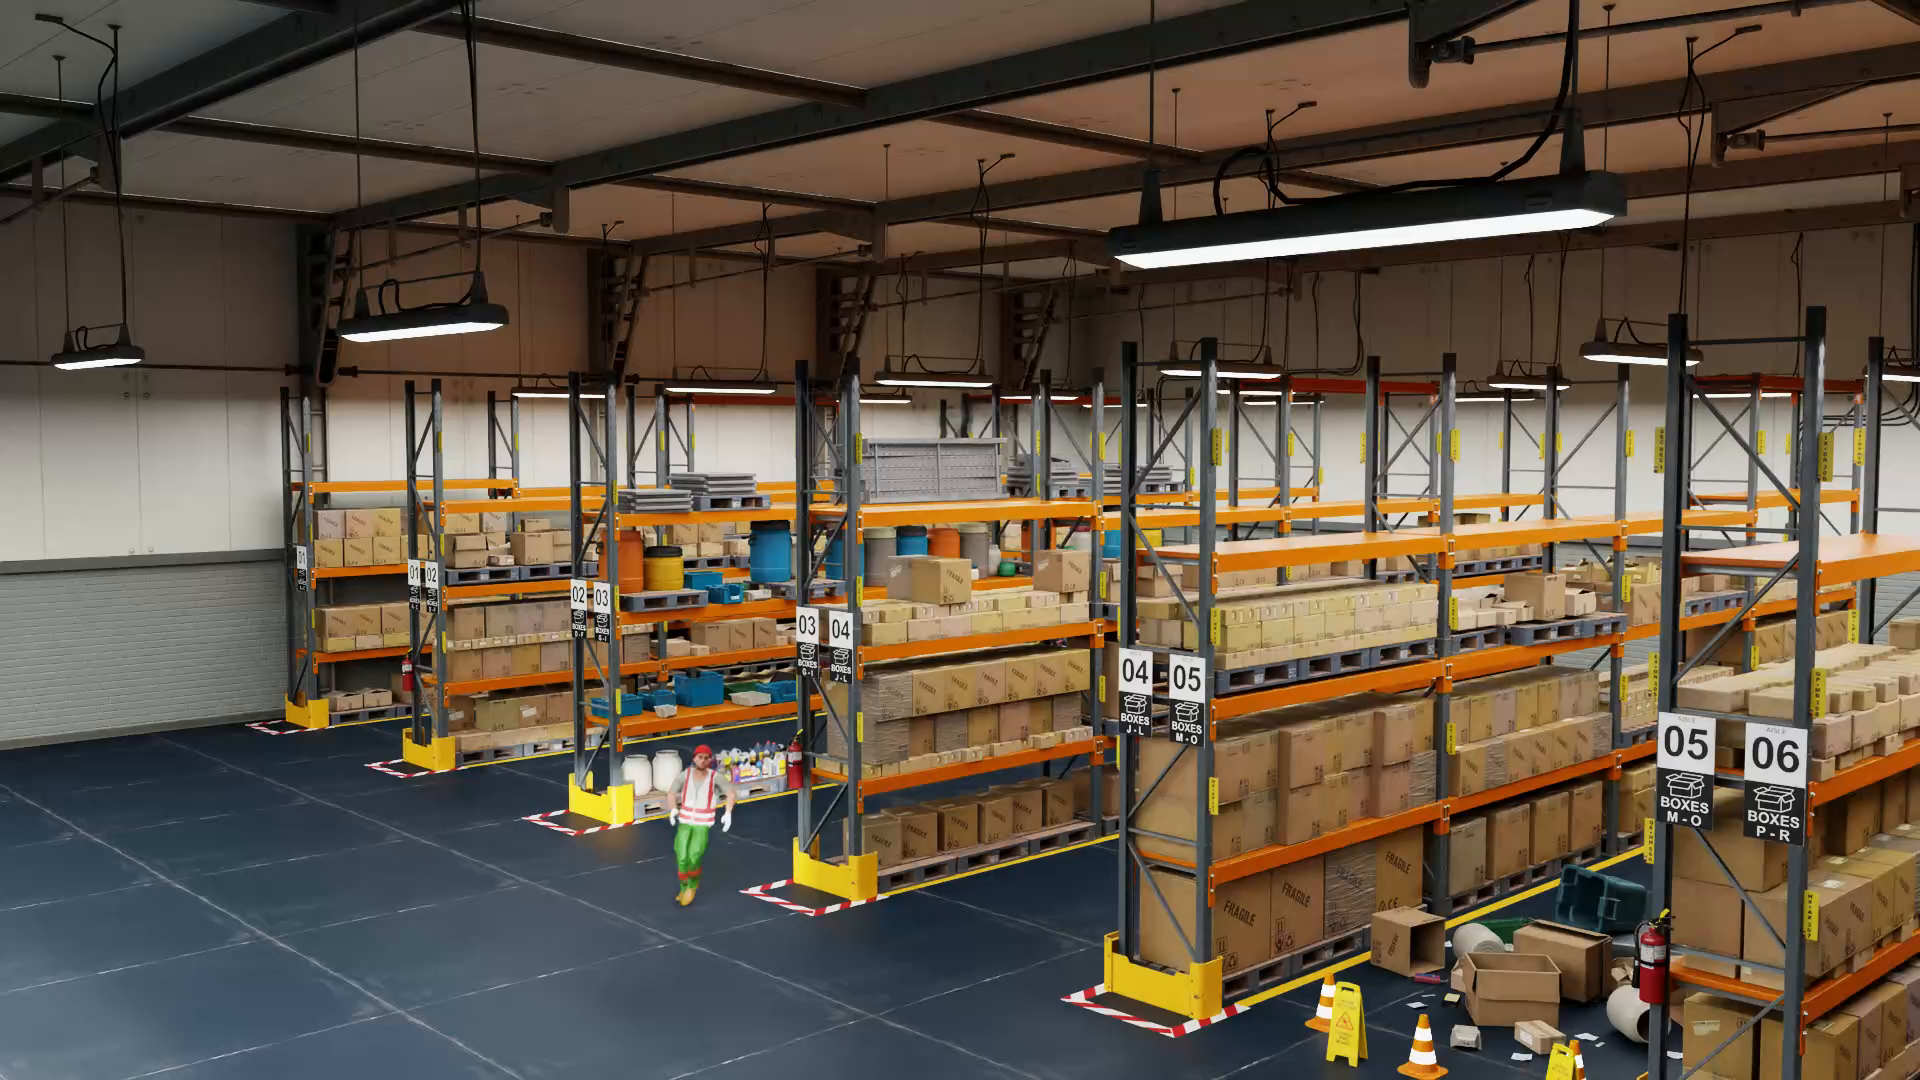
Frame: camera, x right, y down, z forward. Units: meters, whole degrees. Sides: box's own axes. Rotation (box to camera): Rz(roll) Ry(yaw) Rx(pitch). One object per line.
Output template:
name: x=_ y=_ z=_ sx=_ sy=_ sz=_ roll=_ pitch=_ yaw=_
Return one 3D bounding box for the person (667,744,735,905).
person: x=-2.882 y=3.118 z=18.210 sx=0.723 sy=1.743 sz=0.585 roll=1 pitch=4 yaw=8

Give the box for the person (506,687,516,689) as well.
person: x=-7.728 y=2.543 z=29.043 sx=0.604 sy=1.578 sz=0.562 roll=-3 pitch=5 yaw=-39
